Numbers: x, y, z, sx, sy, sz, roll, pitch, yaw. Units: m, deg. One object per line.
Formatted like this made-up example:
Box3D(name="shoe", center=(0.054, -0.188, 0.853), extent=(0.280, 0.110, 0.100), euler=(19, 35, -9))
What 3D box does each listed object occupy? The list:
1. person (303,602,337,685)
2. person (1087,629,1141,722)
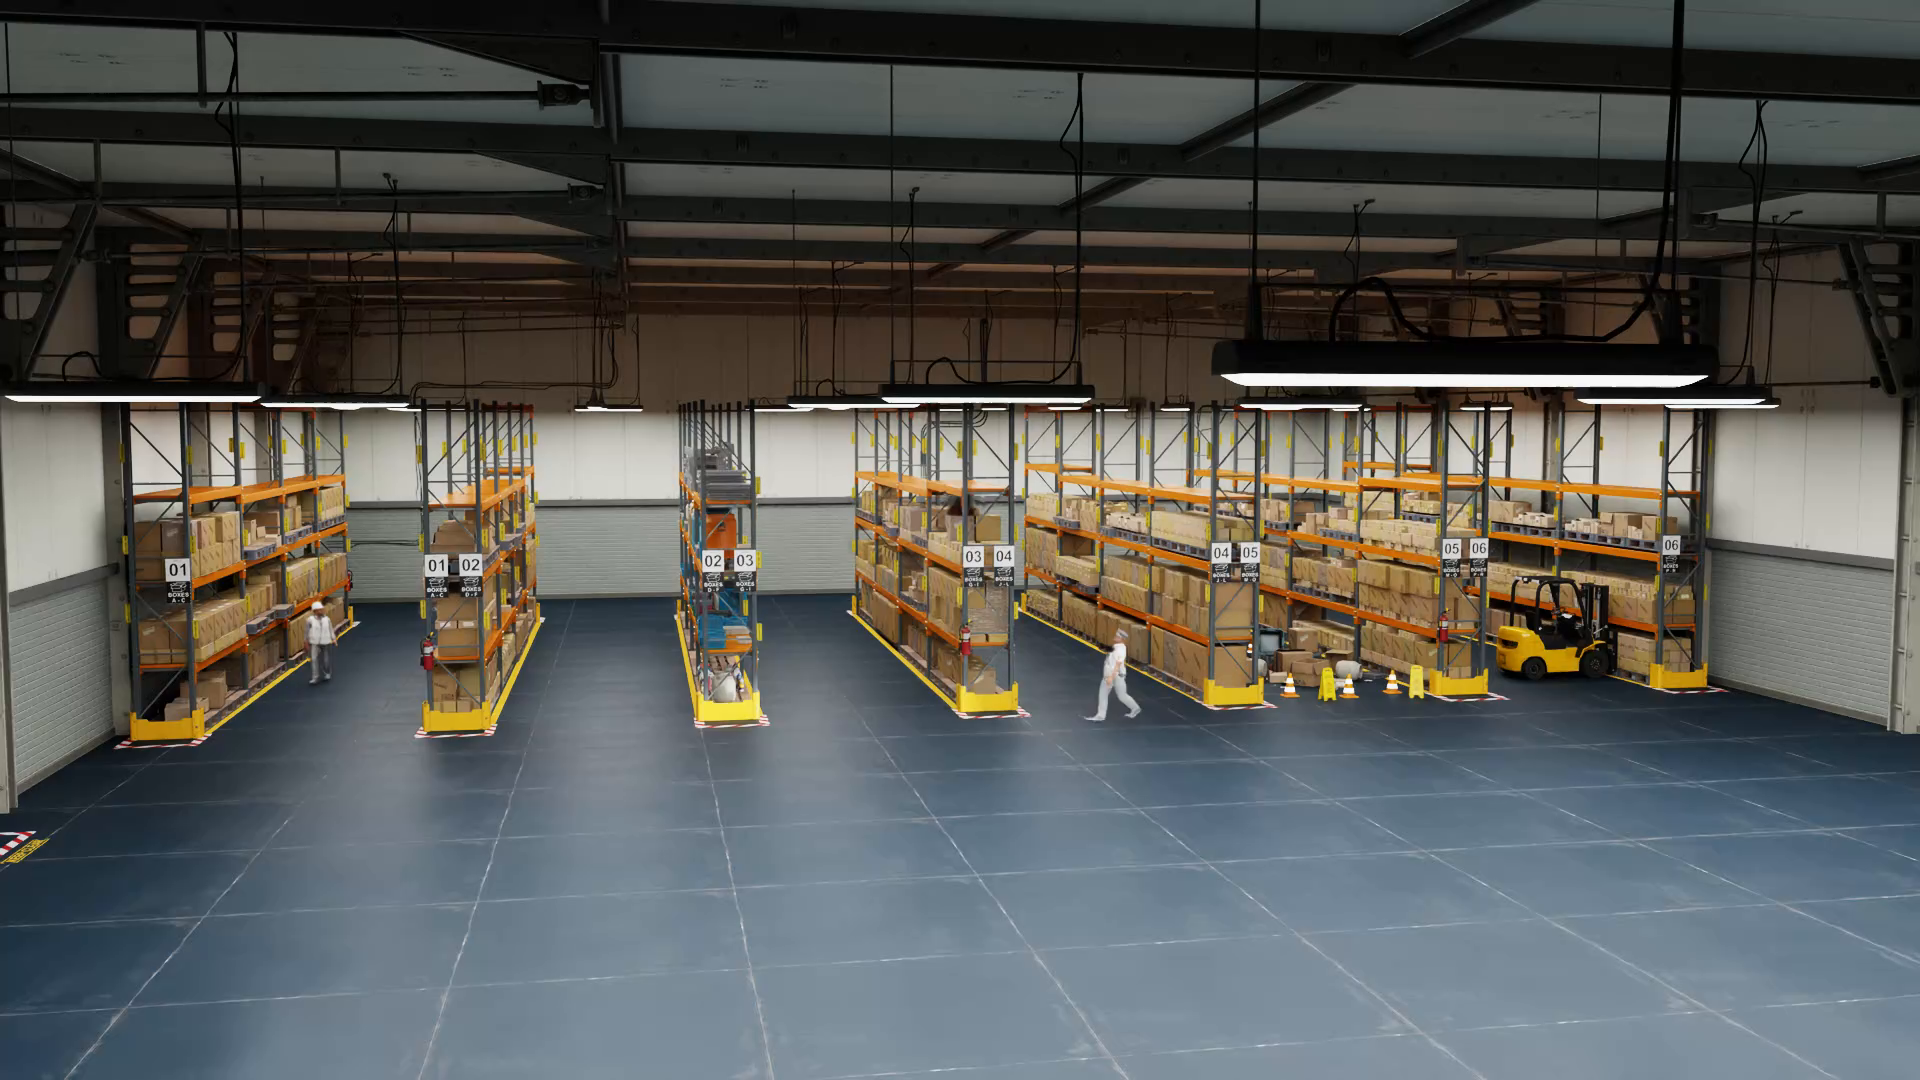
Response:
Box3D(name="person", center=(-13.613, 2.185, 35.396), extent=(0.678, 1.729, 1.023), euler=(-1, 4, -12))
Box3D(name="person", center=(2.904, 2.515, 30.981), extent=(0.999, 1.736, 0.517), euler=(-3, 5, -34))
